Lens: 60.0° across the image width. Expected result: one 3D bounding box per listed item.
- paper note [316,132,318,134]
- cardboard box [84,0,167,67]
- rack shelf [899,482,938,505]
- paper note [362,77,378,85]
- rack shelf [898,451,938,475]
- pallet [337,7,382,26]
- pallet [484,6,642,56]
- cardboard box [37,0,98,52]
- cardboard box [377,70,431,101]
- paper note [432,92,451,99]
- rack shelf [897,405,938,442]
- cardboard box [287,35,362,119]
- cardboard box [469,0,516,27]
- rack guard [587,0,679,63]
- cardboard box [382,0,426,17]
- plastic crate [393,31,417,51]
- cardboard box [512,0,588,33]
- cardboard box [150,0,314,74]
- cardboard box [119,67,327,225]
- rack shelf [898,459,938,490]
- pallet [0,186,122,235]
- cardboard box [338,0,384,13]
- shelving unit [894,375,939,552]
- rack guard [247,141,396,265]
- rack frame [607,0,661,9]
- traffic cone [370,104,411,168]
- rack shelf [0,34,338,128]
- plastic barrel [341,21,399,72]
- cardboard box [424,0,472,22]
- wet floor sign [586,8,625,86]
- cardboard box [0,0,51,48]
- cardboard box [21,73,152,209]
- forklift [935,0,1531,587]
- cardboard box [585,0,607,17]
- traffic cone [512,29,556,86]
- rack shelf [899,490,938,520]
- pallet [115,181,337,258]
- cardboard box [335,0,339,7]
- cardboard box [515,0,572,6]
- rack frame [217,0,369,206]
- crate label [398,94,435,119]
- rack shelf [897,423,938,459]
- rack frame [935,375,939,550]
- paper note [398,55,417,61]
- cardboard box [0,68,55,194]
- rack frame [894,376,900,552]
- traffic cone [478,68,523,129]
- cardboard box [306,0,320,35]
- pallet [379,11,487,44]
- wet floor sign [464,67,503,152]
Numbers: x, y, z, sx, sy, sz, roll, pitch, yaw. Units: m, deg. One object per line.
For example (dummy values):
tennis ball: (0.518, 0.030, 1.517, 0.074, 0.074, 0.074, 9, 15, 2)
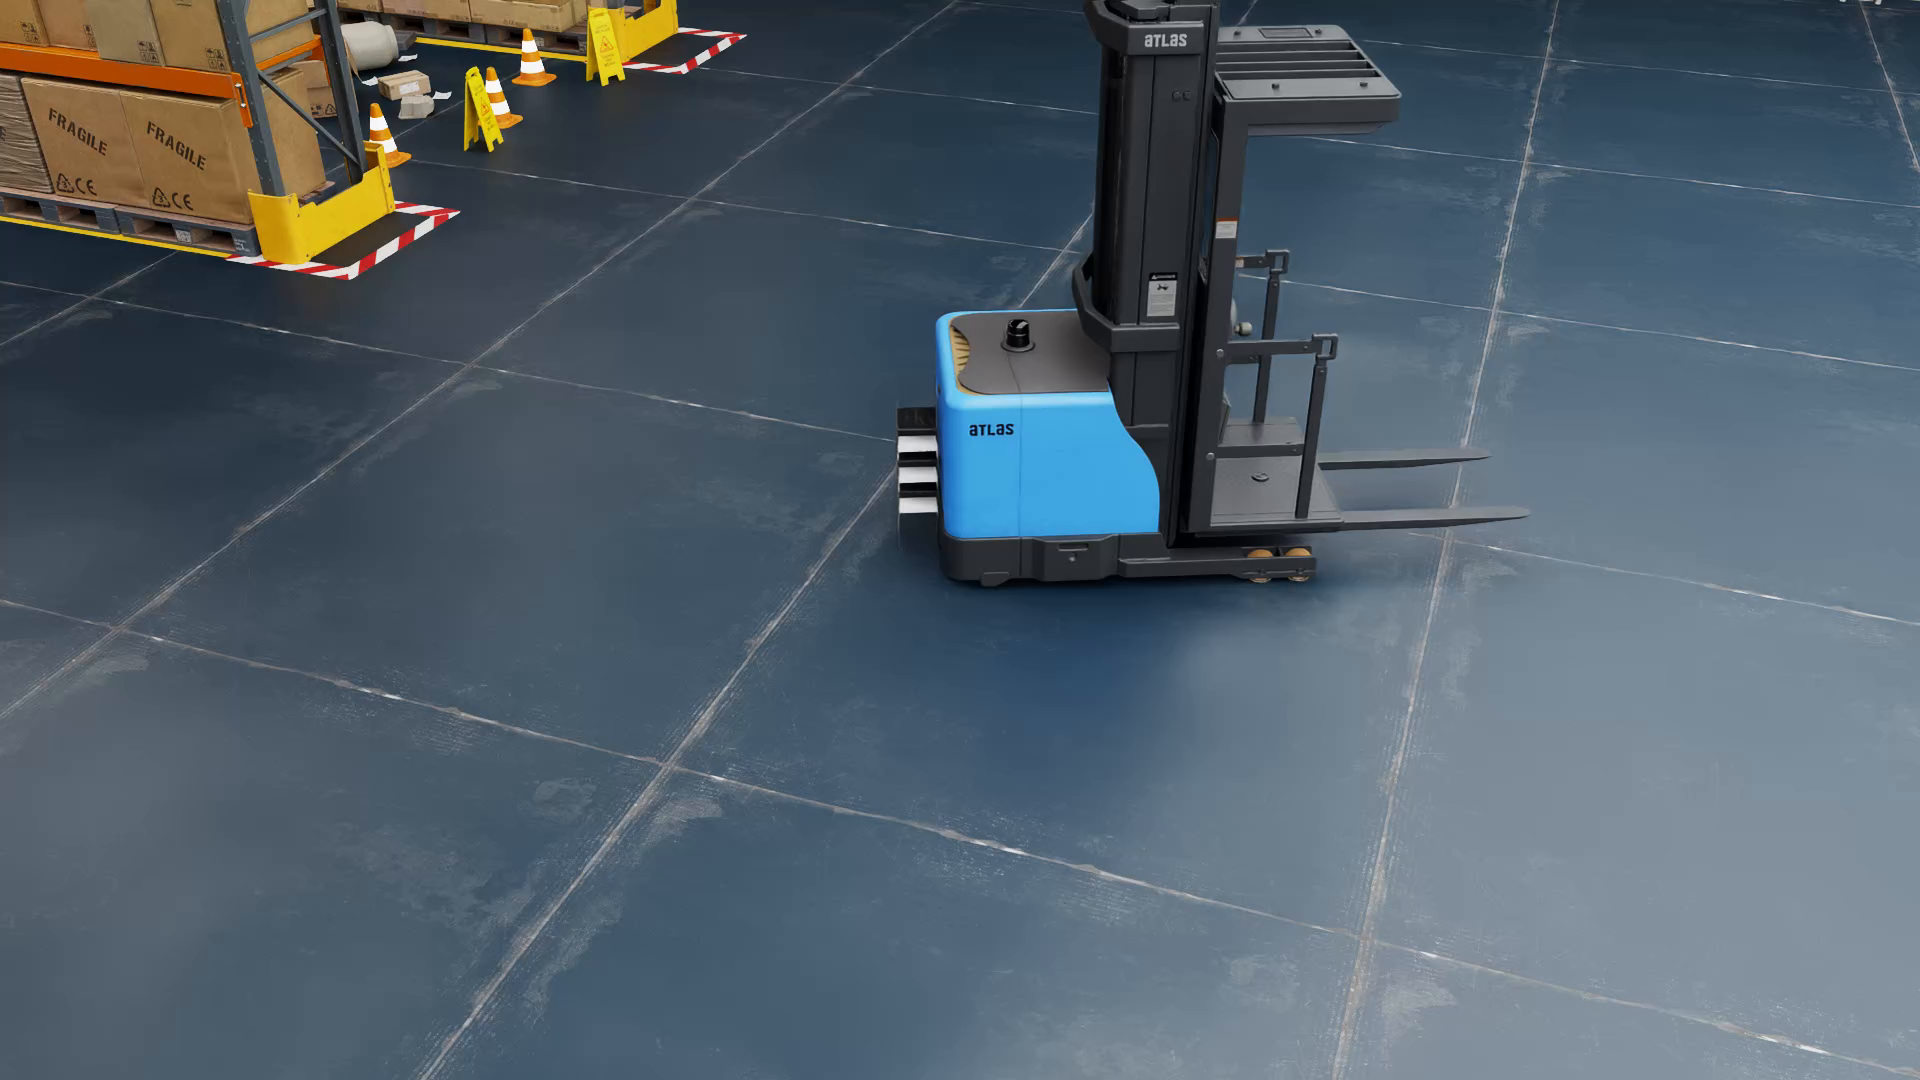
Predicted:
paper note: (-5.518, -3.428, 14.033, 0.142, 0.017, 0.144, 24, 40, 32)
cardboard box: (-5.544, -3.727, 11.619, 0.550, 0.550, 0.875, 11, 34, 16)
rack shelf: (-0.219, -0.282, 8.584, 0.200, 0.077, 0.258, -2, 33, -3)
paper note: (-5.389, -4.212, 15.257, 0.142, 0.019, 0.148, 24, 40, 32)
rack shelf: (-0.219, -0.433, 8.486, 0.200, 0.077, 0.258, -2, 33, -3)
pallet: (-6.200, -5.532, 17.123, 1.213, 0.211, 1.003, 11, 34, 16)
pallet: (-3.903, -5.085, 16.431, 1.213, 0.211, 1.003, 11, 34, 16)
cardboard box: (-6.028, -3.894, 11.877, 0.550, 0.550, 0.875, 11, 34, 16)
cardboard box: (-4.994, -4.086, 14.942, 0.380, 0.149, 0.250, -25, 40, -33)
paper note: (-4.640, -3.985, 14.894, 0.142, 0.019, 0.148, 0, 33, 0)
rack shelf: (-0.219, -0.584, 8.389, 0.200, 0.077, 0.258, -2, 33, -3)
cardboard box: (-5.587, -4.056, 14.568, 0.637, 0.503, 0.797, -11, 35, -17)
cardboard box: (-4.416, -5.207, 16.196, 0.500, 0.250, 0.500, 11, 34, 17)
rack guard: (-3.151, -5.040, 16.095, 0.348, 0.500, 1.175, 11, 34, 16)
cardboard box: (-5.374, -5.396, 16.489, 0.500, 0.250, 0.500, 11, 34, 16)
plastic crate: (-5.643, -4.875, 16.227, 0.583, 0.080, 0.402, 0, 33, 0)
cardboard box: (-3.953, -5.112, 16.050, 0.500, 0.250, 0.500, 11, 34, 16)
cardboard box: (-5.018, -3.638, 11.480, 0.550, 0.550, 0.875, 11, 34, 16)
cardboard box: (-5.315, -2.904, 12.054, 0.875, 0.875, 0.875, 11, 35, 17)
rack shelf: (-0.219, -0.357, 8.535, 0.200, 0.077, 0.258, -2, 33, -3)
pallet: (-6.578, -2.689, 12.720, 1.213, 0.211, 1.003, 11, 34, 16)
cardboard box: (-5.874, -5.491, 16.638, 0.500, 0.250, 0.500, 13, 35, 19)
shelving unit: (-0.219, -0.385, 8.517, 0.210, 0.900, 0.258, -2, 33, -3)
rack guard: (-4.631, -2.475, 12.123, 0.348, 0.500, 1.175, 11, 34, 16)
rack frame: (-3.079, -6.076, 15.395, 0.127, 3.000, 1.000, 11, 34, 16)
traffic cone: (-4.675, -3.286, 13.413, 0.334, 0.463, 0.336, 11, 34, 16)
rack shelf: (-6.537, -3.594, 12.214, 4.000, 0.370, 1.077, 11, 34, 16)
plastic barrel: (-5.534, -4.598, 15.482, 0.512, 0.421, 0.421, -18, 37, -25)
cardboard box: (-4.910, -5.299, 16.340, 0.500, 0.250, 0.500, 10, 34, 15)
wet floor sign: (-3.261, -4.506, 15.134, 0.232, 0.644, 0.267, 24, 40, 32)
cardboard box: (-6.541, -3.970, 11.995, 0.500, 0.550, 0.875, 11, 34, 16)
cardboard box: (-6.144, -3.064, 12.302, 0.875, 0.875, 0.875, 10, 34, 16)
forklift: (1.400, -1.301, 8.063, 3.031, 2.935, 1.130, -2, 33, -3)
cardboard box: (-3.745, -5.386, 16.474, 0.500, 0.250, 0.500, 11, 34, 16)
traffic cone: (-3.919, -4.430, 15.185, 0.334, 0.463, 0.336, 11, 34, 16)
rack shelf: (-0.219, -0.206, 8.633, 0.200, 0.077, 0.258, -2, 33, -3)
pallet: (-5.433, -2.465, 12.373, 1.213, 0.211, 1.003, 11, 34, 16)
cardboard box: (-6.380, -5.583, 16.780, 0.500, 0.250, 0.500, 9, 34, 14)
cardboard box: (-3.921, -5.426, 15.844, 0.500, 0.500, 0.500, 11, 35, 17)
rack frame: (-4.654, -3.530, 11.452, 0.127, 3.000, 1.000, 11, 34, 16)
crate label: (-4.734, -3.776, 14.473, 0.298, 0.136, 0.250, -6, 33, -9)
rack shelf: (-0.219, -0.508, 8.437, 0.200, 0.077, 0.258, -2, 33, -3)
rack frame: (-0.118, -0.389, 8.522, 0.006, 0.900, 0.240, -2, 33, -3)
paper note: (-5.260, -4.599, 15.845, 0.148, 0.019, 0.142, 0, 33, 0)
cardboard box: (-7.001, -3.232, 12.562, 0.875, 0.875, 0.875, 11, 35, 17)
rack frame: (-0.321, -0.382, 8.512, 0.006, 0.900, 0.240, -2, 33, -3)
traffic cone: (-3.973, -3.801, 14.211, 0.334, 0.463, 0.336, 11, 34, 16)
cardboard box: (-6.295, -4.868, 15.826, 0.500, 0.500, 0.500, -18, 37, -25)
pallet: (-5.048, -5.309, 16.778, 1.213, 0.211, 1.003, 11, 34, 16)
wet floor sign: (-3.959, -3.546, 13.648, 0.232, 0.644, 0.267, 5, 33, 8)
